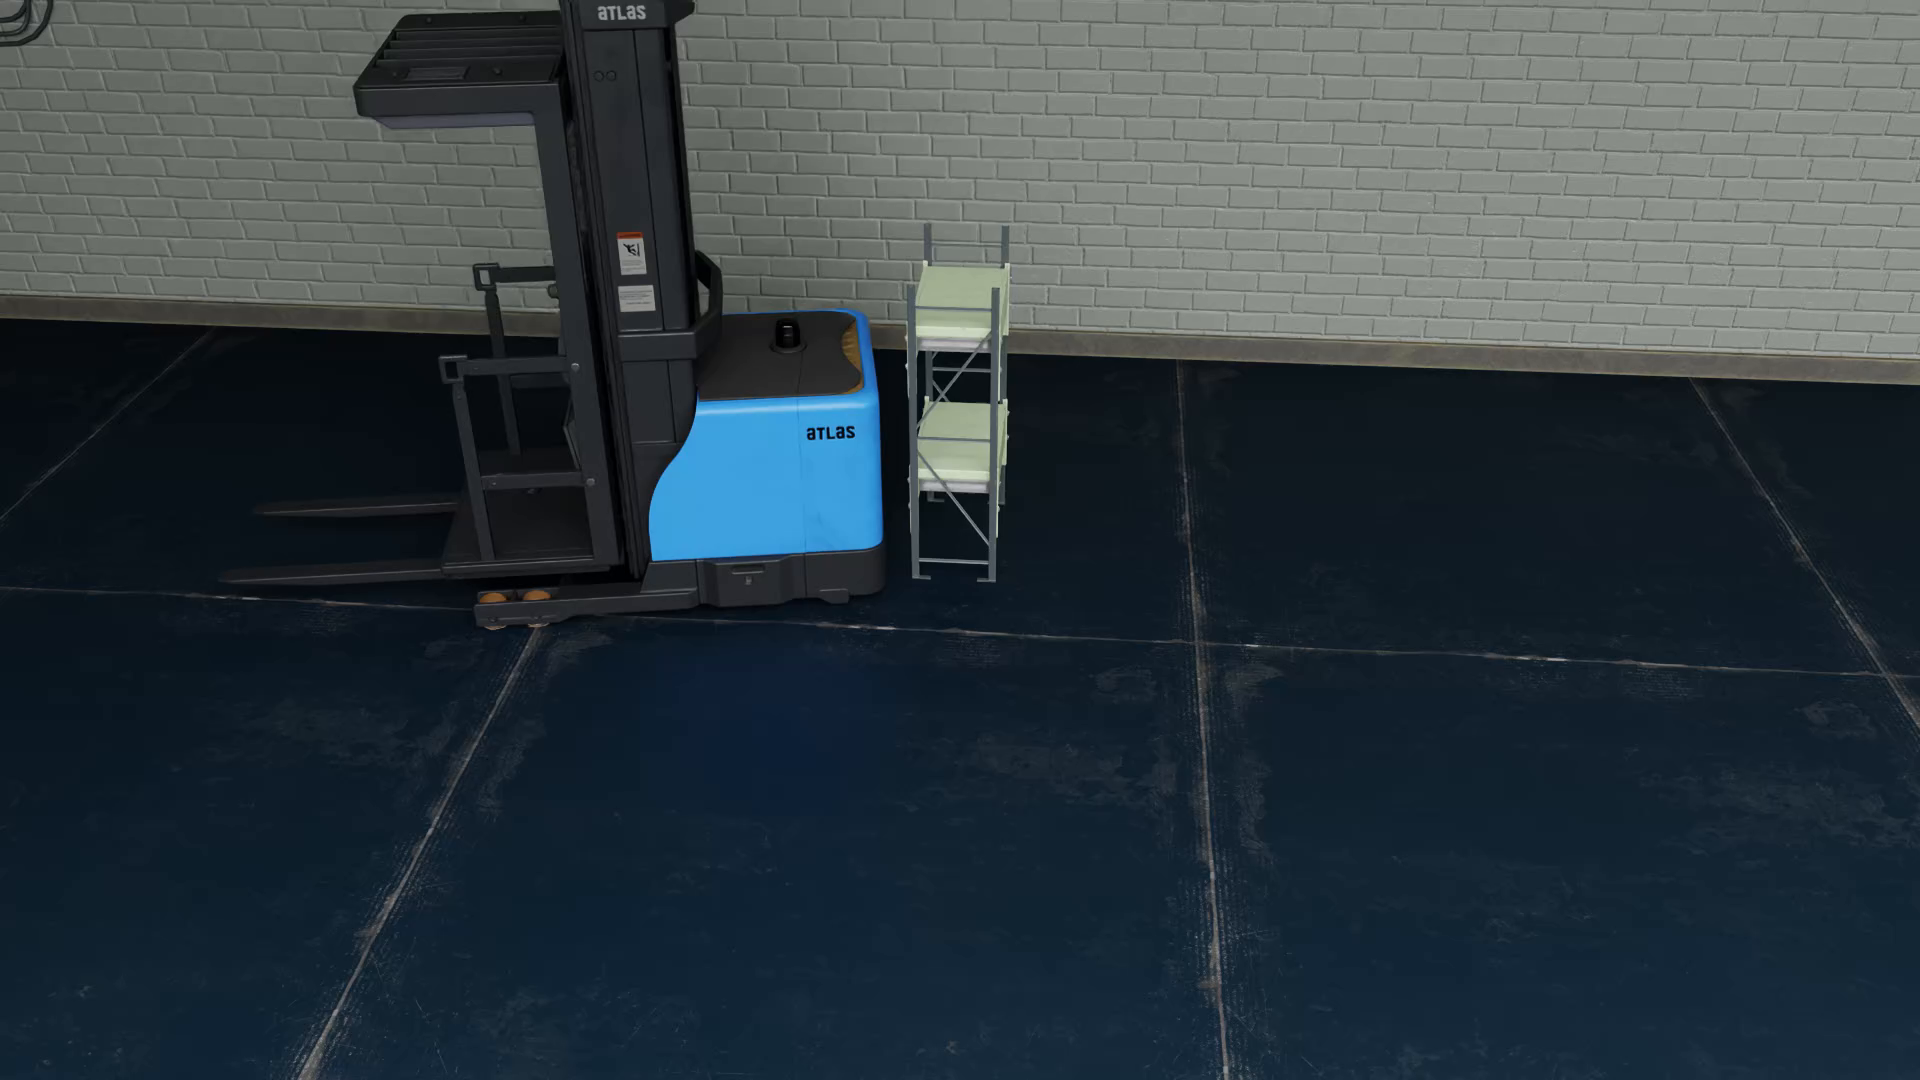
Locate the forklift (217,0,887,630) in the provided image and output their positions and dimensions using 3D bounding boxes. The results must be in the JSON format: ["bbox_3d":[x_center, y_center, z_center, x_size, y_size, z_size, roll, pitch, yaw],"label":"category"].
[{"bbox_3d":[-1.892,-1.130,7.291,3.031,2.935,1.130,-3,32,-5],"label":"forklift"}]

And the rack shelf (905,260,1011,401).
[{"bbox_3d":[0.001,-0.974,7.657,0.431,0.370,0.720,2,32,4],"label":"rack shelf"}]

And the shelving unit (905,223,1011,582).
[{"bbox_3d":[0.001,-0.642,7.862,0.431,1.500,0.755,2,32,4],"label":"shelving unit"}]

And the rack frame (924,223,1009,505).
[{"bbox_3d":[0.030,-0.833,8.173,0.400,1.500,0.023,2,32,4],"label":"rack frame"}]

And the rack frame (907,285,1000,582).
[{"bbox_3d":[-0.029,-0.451,7.552,0.400,1.500,0.023,2,32,4],"label":"rack frame"}]

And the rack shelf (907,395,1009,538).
[{"bbox_3d":[0.001,-0.364,8.033,0.431,0.370,0.720,2,32,4],"label":"rack shelf"}]

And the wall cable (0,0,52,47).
[{"bbox_3d":[-6.660,-3.926,9.003,3.097,2.526,0.112,2,32,4],"label":"wall cable"}]
